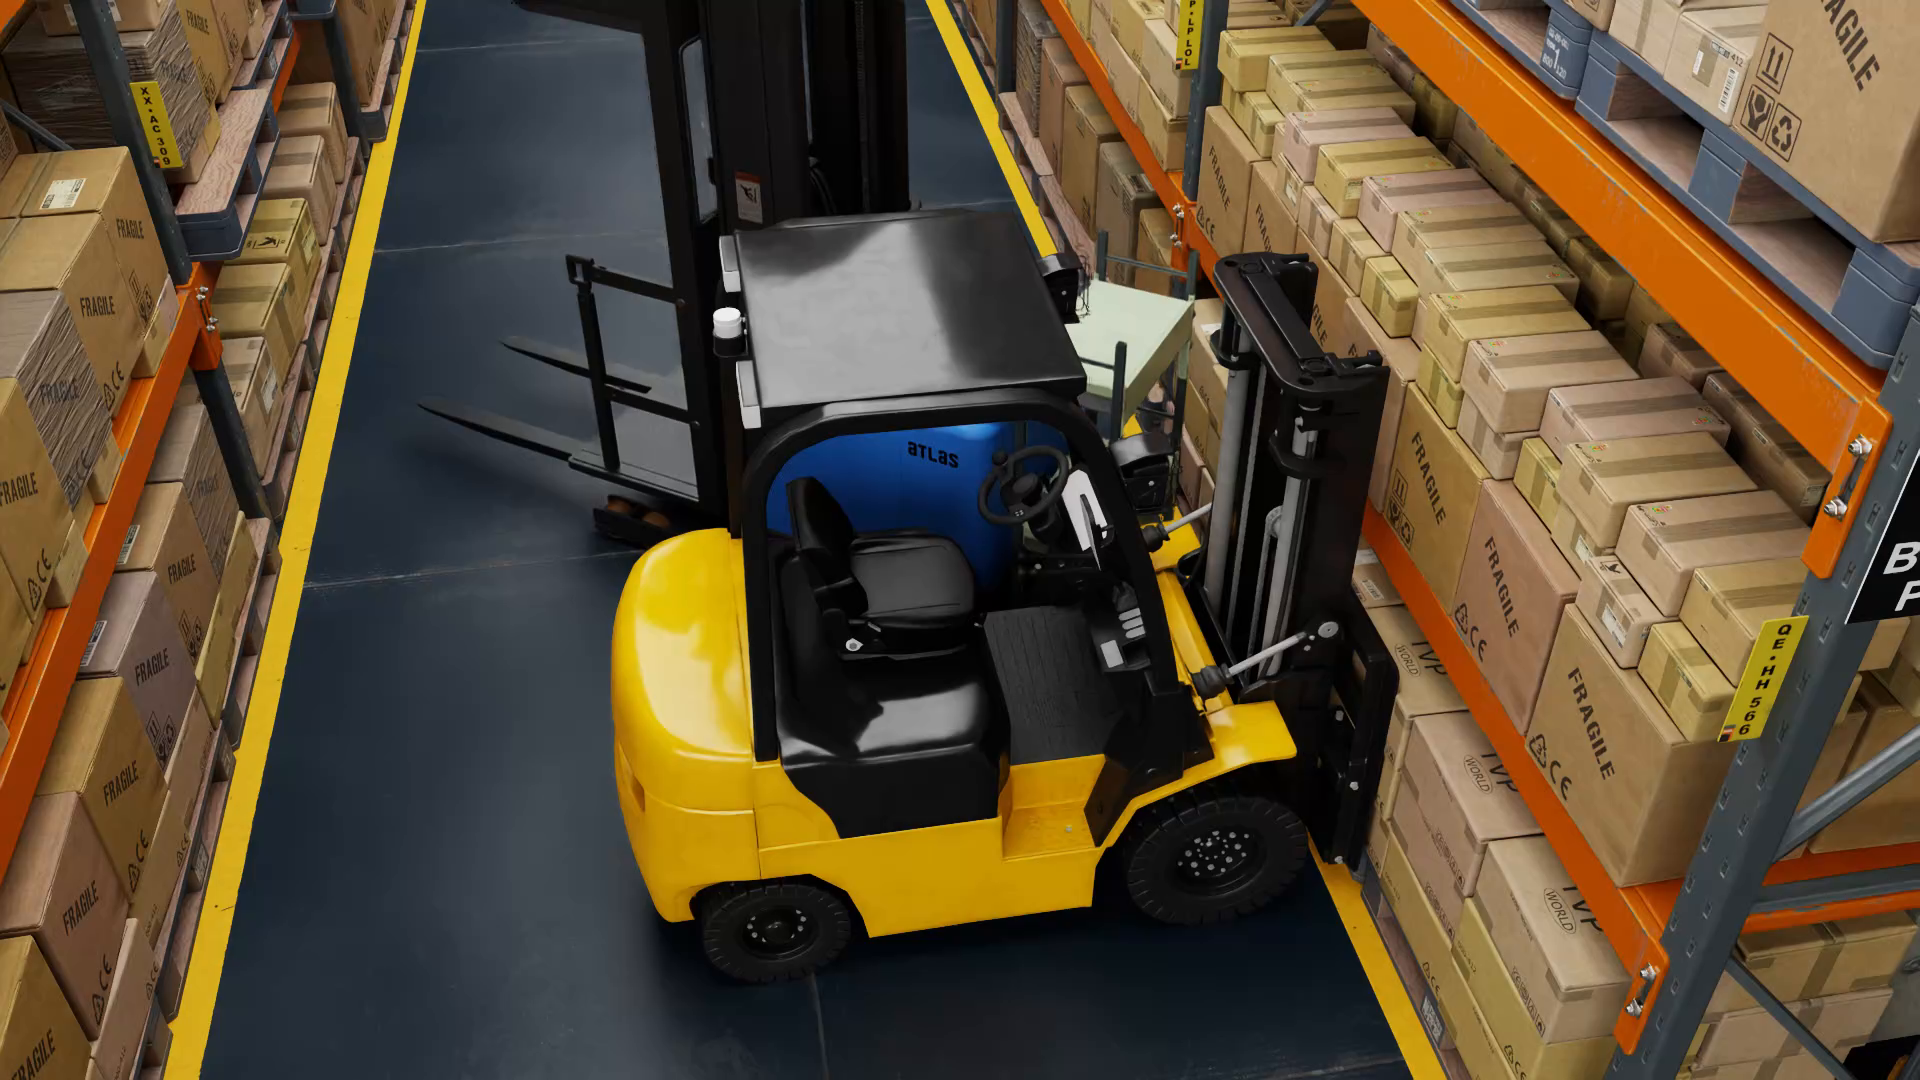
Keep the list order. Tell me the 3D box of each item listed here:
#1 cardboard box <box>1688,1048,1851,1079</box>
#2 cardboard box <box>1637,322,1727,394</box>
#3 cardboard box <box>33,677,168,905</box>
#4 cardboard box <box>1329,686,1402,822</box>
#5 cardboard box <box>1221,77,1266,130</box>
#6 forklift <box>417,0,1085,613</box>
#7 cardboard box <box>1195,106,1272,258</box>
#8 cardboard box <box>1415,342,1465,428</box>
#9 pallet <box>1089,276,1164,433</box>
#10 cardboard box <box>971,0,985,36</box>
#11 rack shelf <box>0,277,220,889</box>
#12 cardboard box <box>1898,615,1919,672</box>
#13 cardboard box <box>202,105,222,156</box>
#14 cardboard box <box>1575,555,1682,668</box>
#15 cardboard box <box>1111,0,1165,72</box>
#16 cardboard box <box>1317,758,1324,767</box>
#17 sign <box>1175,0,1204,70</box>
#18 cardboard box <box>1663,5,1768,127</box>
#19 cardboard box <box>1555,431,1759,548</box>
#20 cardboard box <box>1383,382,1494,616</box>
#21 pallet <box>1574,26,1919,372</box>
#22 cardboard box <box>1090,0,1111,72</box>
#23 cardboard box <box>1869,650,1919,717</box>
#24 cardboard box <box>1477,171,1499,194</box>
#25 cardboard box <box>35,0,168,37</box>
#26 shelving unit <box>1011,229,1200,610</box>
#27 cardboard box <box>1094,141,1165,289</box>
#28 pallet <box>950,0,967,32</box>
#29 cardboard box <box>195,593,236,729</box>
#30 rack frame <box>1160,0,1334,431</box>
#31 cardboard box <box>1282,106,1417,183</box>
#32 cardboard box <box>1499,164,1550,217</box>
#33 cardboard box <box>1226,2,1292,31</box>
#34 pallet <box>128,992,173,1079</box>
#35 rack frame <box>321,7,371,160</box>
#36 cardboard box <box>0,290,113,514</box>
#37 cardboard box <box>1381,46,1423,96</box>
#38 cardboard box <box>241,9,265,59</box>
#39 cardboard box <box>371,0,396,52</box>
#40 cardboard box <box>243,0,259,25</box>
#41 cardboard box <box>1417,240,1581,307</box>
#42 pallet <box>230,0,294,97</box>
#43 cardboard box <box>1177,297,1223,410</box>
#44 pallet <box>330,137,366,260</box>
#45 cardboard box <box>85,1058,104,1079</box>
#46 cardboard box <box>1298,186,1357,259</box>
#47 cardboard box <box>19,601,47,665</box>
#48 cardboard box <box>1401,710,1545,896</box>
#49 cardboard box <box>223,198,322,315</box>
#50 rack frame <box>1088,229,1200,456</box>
[{"bbox_3d":[2.242,1.383,4.924,0.500,0.250,0.500,-6,38,-8],"label":"cardboard box"},{"bbox_3d":[2.114,-0.485,4.577,0.380,0.149,0.250,-5,38,-7],"label":"cardboard box"},{"bbox_3d":[-2.801,0.790,5.076,0.500,0.500,0.500,-6,38,-7],"label":"cardboard box"},{"bbox_3d":[1.553,0.629,5.487,0.500,0.250,0.500,-7,38,-9],"label":"cardboard box"},{"bbox_3d":[1.231,-1.710,6.396,0.380,0.149,0.250,-7,38,-9],"label":"cardboard box"},{"bbox_3d":[-1.017,-1.382,6.640,3.031,2.935,1.130,17,41,21],"label":"forklift"},{"bbox_3d":[1.255,-1.379,6.498,0.500,0.500,0.500,-7,38,-9],"label":"cardboard box"},{"bbox_3d":[1.550,-0.466,4.795,0.380,0.149,0.250,-6,38,-8],"label":"cardboard box"},{"bbox_3d":[1.266,-0.975,8.333,1.003,0.211,1.213,-6,38,-8],"label":"pallet"},{"bbox_3d":[0.369,-3.766,11.347,0.500,0.500,0.500,-7,38,-9],"label":"cardboard box"},{"bbox_3d":[-3.102,0.393,4.886,1.077,0.370,4.000,-6,38,-8],"label":"rack shelf"},{"bbox_3d":[2.287,0.142,3.770,0.380,0.149,0.250,-7,38,-9],"label":"cardboard box"},{"bbox_3d":[-3.273,-1.685,6.837,0.380,0.149,0.250,-5,38,-7],"label":"cardboard box"},{"bbox_3d":[1.724,0.155,3.996,0.380,0.149,0.250,-6,38,-7],"label":"cardboard box"},{"bbox_3d":[0.999,-2.353,7.548,0.500,0.250,0.500,-7,38,-9],"label":"cardboard box"},{"bbox_3d":[1.472,0.535,6.015,0.500,0.250,0.500,-5,38,-7],"label":"cardboard box"},{"bbox_3d":[0.901,-1.997,6.496,0.100,0.325,0.005,-6,38,-8],"label":"sign"},{"bbox_3d":[1.691,-0.978,3.400,0.380,0.149,0.250,-7,38,-9],"label":"cardboard box"},{"bbox_3d":[1.718,-0.127,4.116,0.380,0.149,0.250,-5,38,-7],"label":"cardboard box"},{"bbox_3d":[1.618,-0.152,4.919,0.500,0.500,0.500,-7,38,-9],"label":"cardboard box"},{"bbox_3d":[2.037,-0.799,3.460,1.003,0.211,1.213,-6,38,-8],"label":"pallet"},{"bbox_3d":[0.937,-2.459,8.092,0.500,0.250,0.500,-6,38,-8],"label":"cardboard box"},{"bbox_3d":[2.331,0.252,3.870,0.380,0.149,0.250,-7,38,-9],"label":"cardboard box"},{"bbox_3d":[1.895,-1.144,5.667,0.380,0.149,0.250,-5,38,-6],"label":"cardboard box"},{"bbox_3d":[-3.187,-2.000,6.185,0.380,0.149,0.250,-6,38,-8],"label":"cardboard box"},{"bbox_3d":[0.548,-0.330,6.452,0.431,1.500,0.755,17,41,20],"label":"shelving unit"},{"bbox_3d":[1.203,-1.647,8.518,0.875,0.625,0.625,-7,38,-8],"label":"cardboard box"},{"bbox_3d":[0.428,-4.140,12.408,1.003,0.211,1.213,-6,38,-8],"label":"pallet"},{"bbox_3d":[-2.981,0.470,6.100,0.500,0.250,0.500,-7,38,-9],"label":"cardboard box"},{"bbox_3d":[1.434,-1.635,6.910,1.000,3.000,0.127,-6,38,-8],"label":"rack frame"},{"bbox_3d":[1.330,-1.356,5.698,0.380,0.149,0.250,-5,38,-7],"label":"cardboard box"},{"bbox_3d":[1.980,-1.111,5.383,0.380,0.149,0.250,-7,38,-8],"label":"cardboard box"},{"bbox_3d":[1.155,-2.113,6.915,0.380,0.149,0.250,-5,38,-6],"label":"cardboard box"},{"bbox_3d":[-2.872,1.878,4.661,1.003,0.211,1.213,-6,38,-8],"label":"pallet"},{"bbox_3d":[-4.154,-3.515,9.330,1.000,3.000,0.127,-6,38,-8],"label":"rack frame"},{"bbox_3d":[-2.937,-0.391,4.985,0.500,0.500,0.500,-5,38,-7],"label":"cardboard box"},{"bbox_3d":[1.790,-1.732,6.182,0.380,0.149,0.250,-7,38,-9],"label":"cardboard box"},{"bbox_3d":[-3.439,-2.324,7.659,0.380,0.149,0.250,-5,38,-6],"label":"cardboard box"},{"bbox_3d":[-4.345,-3.807,11.095,0.875,0.875,0.875,-6,38,-7],"label":"cardboard box"},{"bbox_3d":[-3.514,-2.648,7.547,0.500,0.500,0.500,-8,39,-10],"label":"cardboard box"},{"bbox_3d":[1.590,-0.752,4.920,0.380,0.149,0.250,-6,38,-7],"label":"cardboard box"},{"bbox_3d":[-3.766,-2.248,7.855,1.003,0.211,1.213,-6,38,-8],"label":"pallet"},{"bbox_3d":[1.210,-0.784,6.898,0.500,0.250,0.500,-7,38,-9],"label":"cardboard box"},{"bbox_3d":[-4.018,-1.942,9.578,1.003,0.211,1.213,-6,38,-8],"label":"pallet"},{"bbox_3d":[-2.620,1.720,4.490,0.500,0.250,0.500,-7,38,-8],"label":"cardboard box"},{"bbox_3d":[1.366,-1.084,5.590,0.380,0.149,0.250,-7,38,-8],"label":"cardboard box"},{"bbox_3d":[-2.832,0.242,4.698,0.380,0.149,0.250,-7,38,-9],"label":"cardboard box"},{"bbox_3d":[1.652,0.753,4.919,0.500,0.250,0.500,-6,38,-7],"label":"cardboard box"},{"bbox_3d":[-3.800,-1.398,8.403,0.950,0.372,0.625,-5,38,-6],"label":"cardboard box"},{"bbox_3d":[0.709,-0.531,6.711,0.400,1.500,0.023,17,41,20],"label":"rack frame"}]
